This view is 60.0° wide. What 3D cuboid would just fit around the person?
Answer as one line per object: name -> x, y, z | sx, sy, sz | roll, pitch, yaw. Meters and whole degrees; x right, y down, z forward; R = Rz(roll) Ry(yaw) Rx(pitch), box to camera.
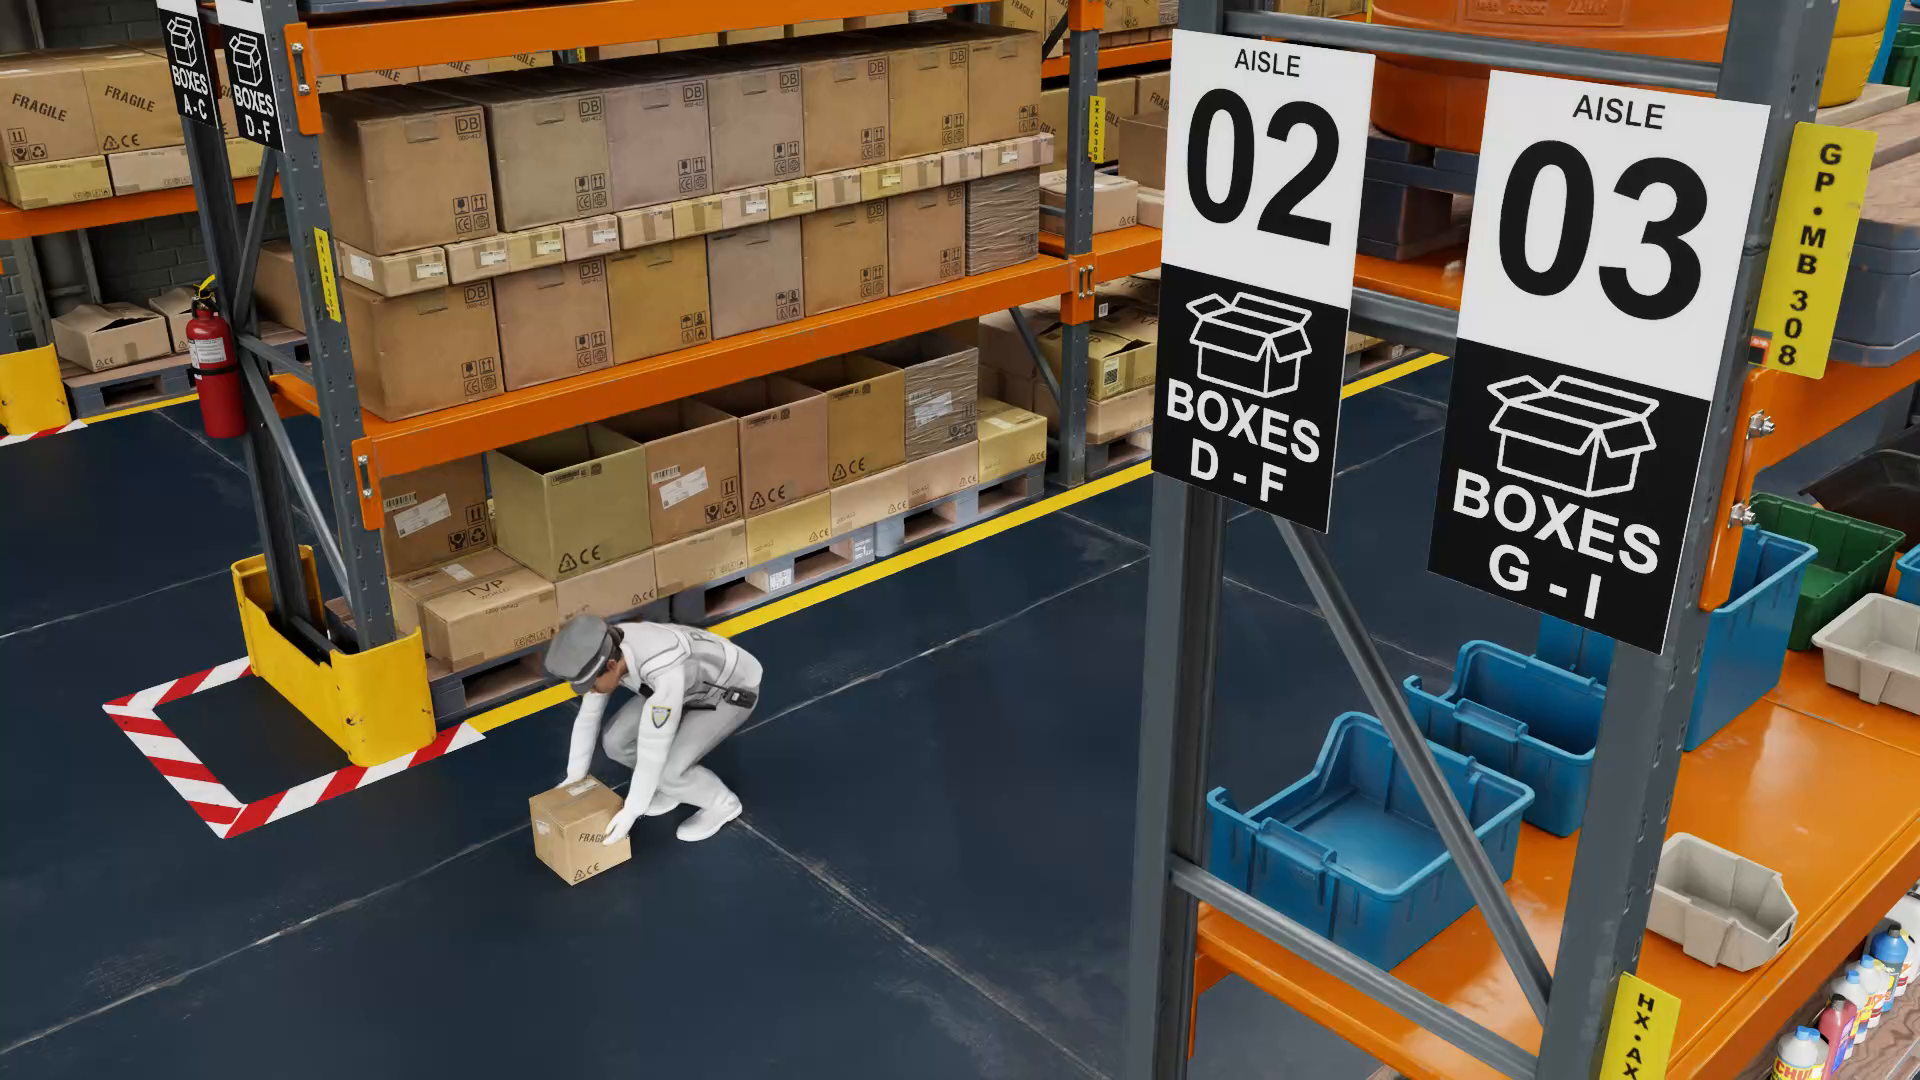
person -> -1.093, 0.638, 6.030 | 0.845, 0.984, 0.489 | -21, 32, -39
